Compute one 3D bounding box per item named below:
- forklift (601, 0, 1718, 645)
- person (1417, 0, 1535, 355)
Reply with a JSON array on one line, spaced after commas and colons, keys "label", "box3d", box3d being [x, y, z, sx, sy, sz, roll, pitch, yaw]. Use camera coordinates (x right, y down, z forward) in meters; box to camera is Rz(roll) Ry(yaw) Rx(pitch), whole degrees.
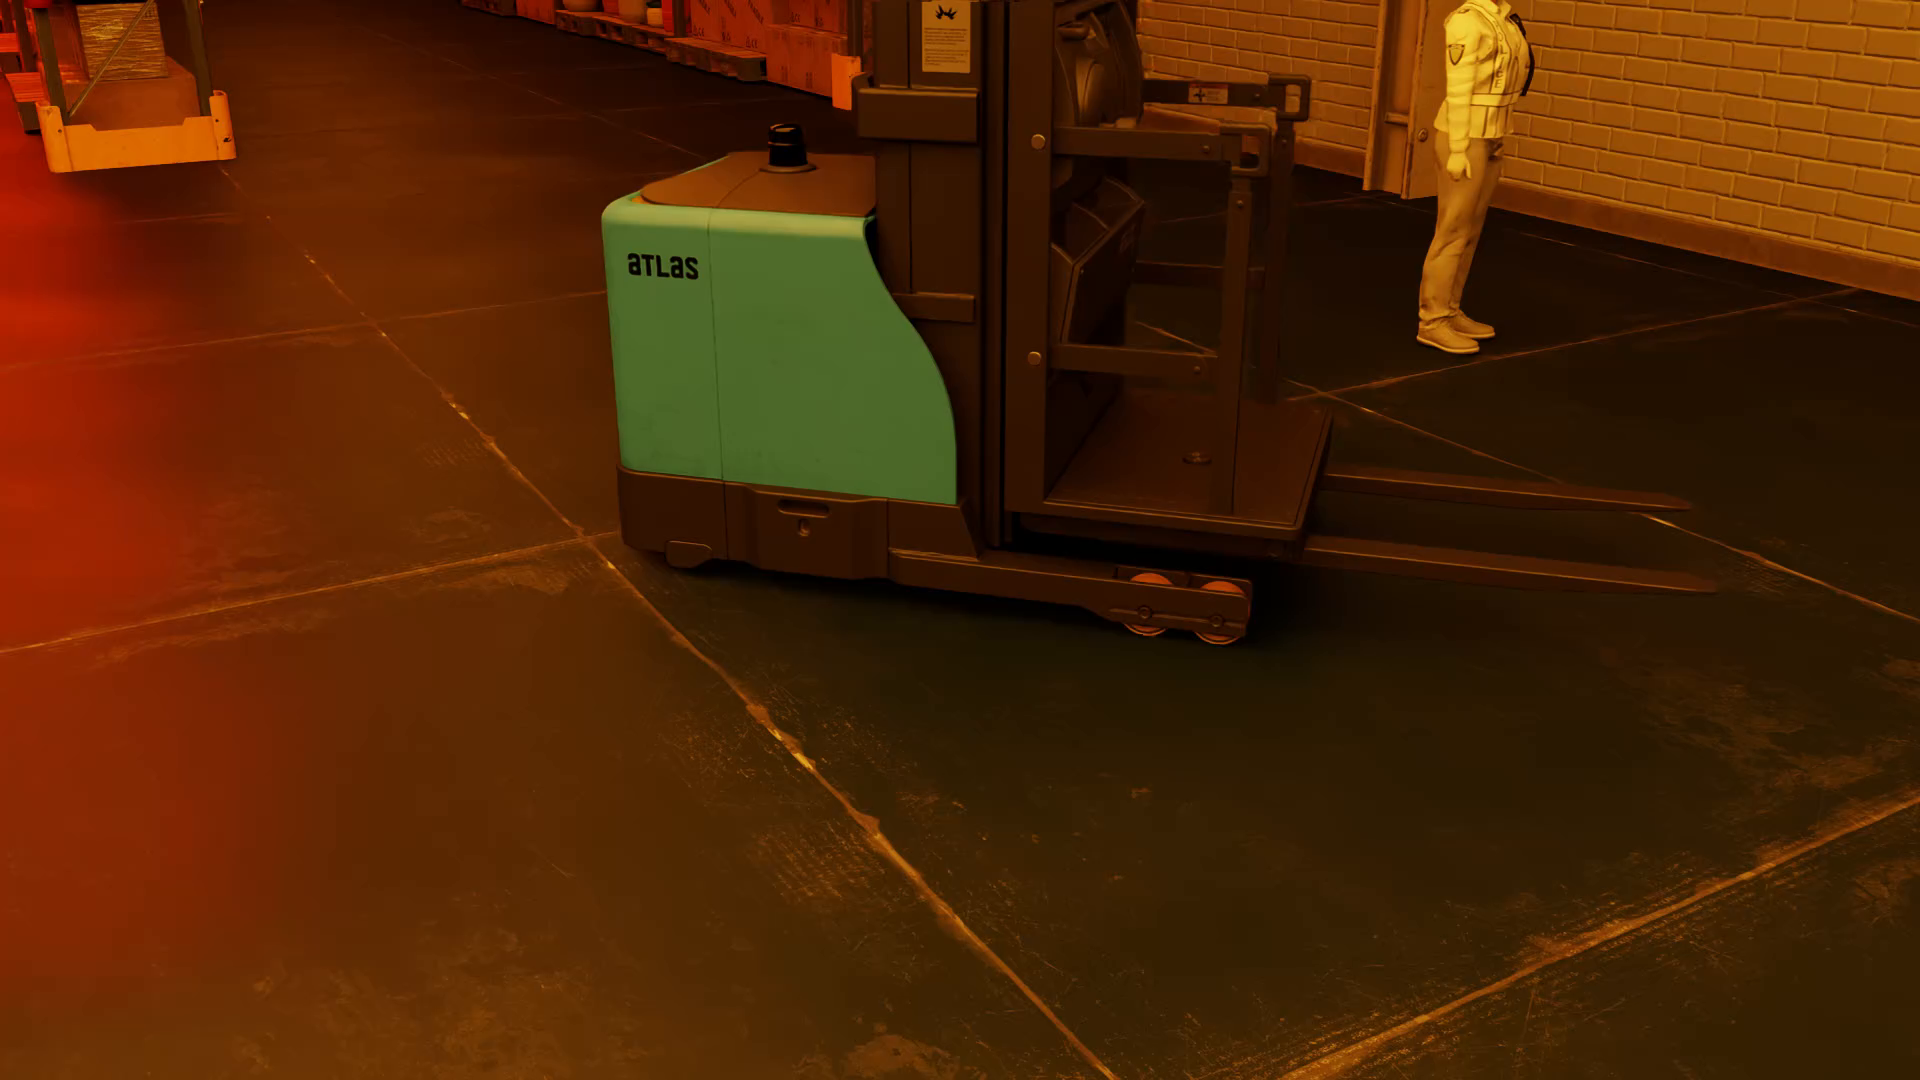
[{"label": "forklift", "box3d": [0.568, -1.300, 4.443, 3.031, 2.935, 1.130, 6, 23, 15]}, {"label": "person", "box3d": [2.153, -1.658, 6.953, 0.341, 1.693, 0.461, 14, 26, 30]}]
